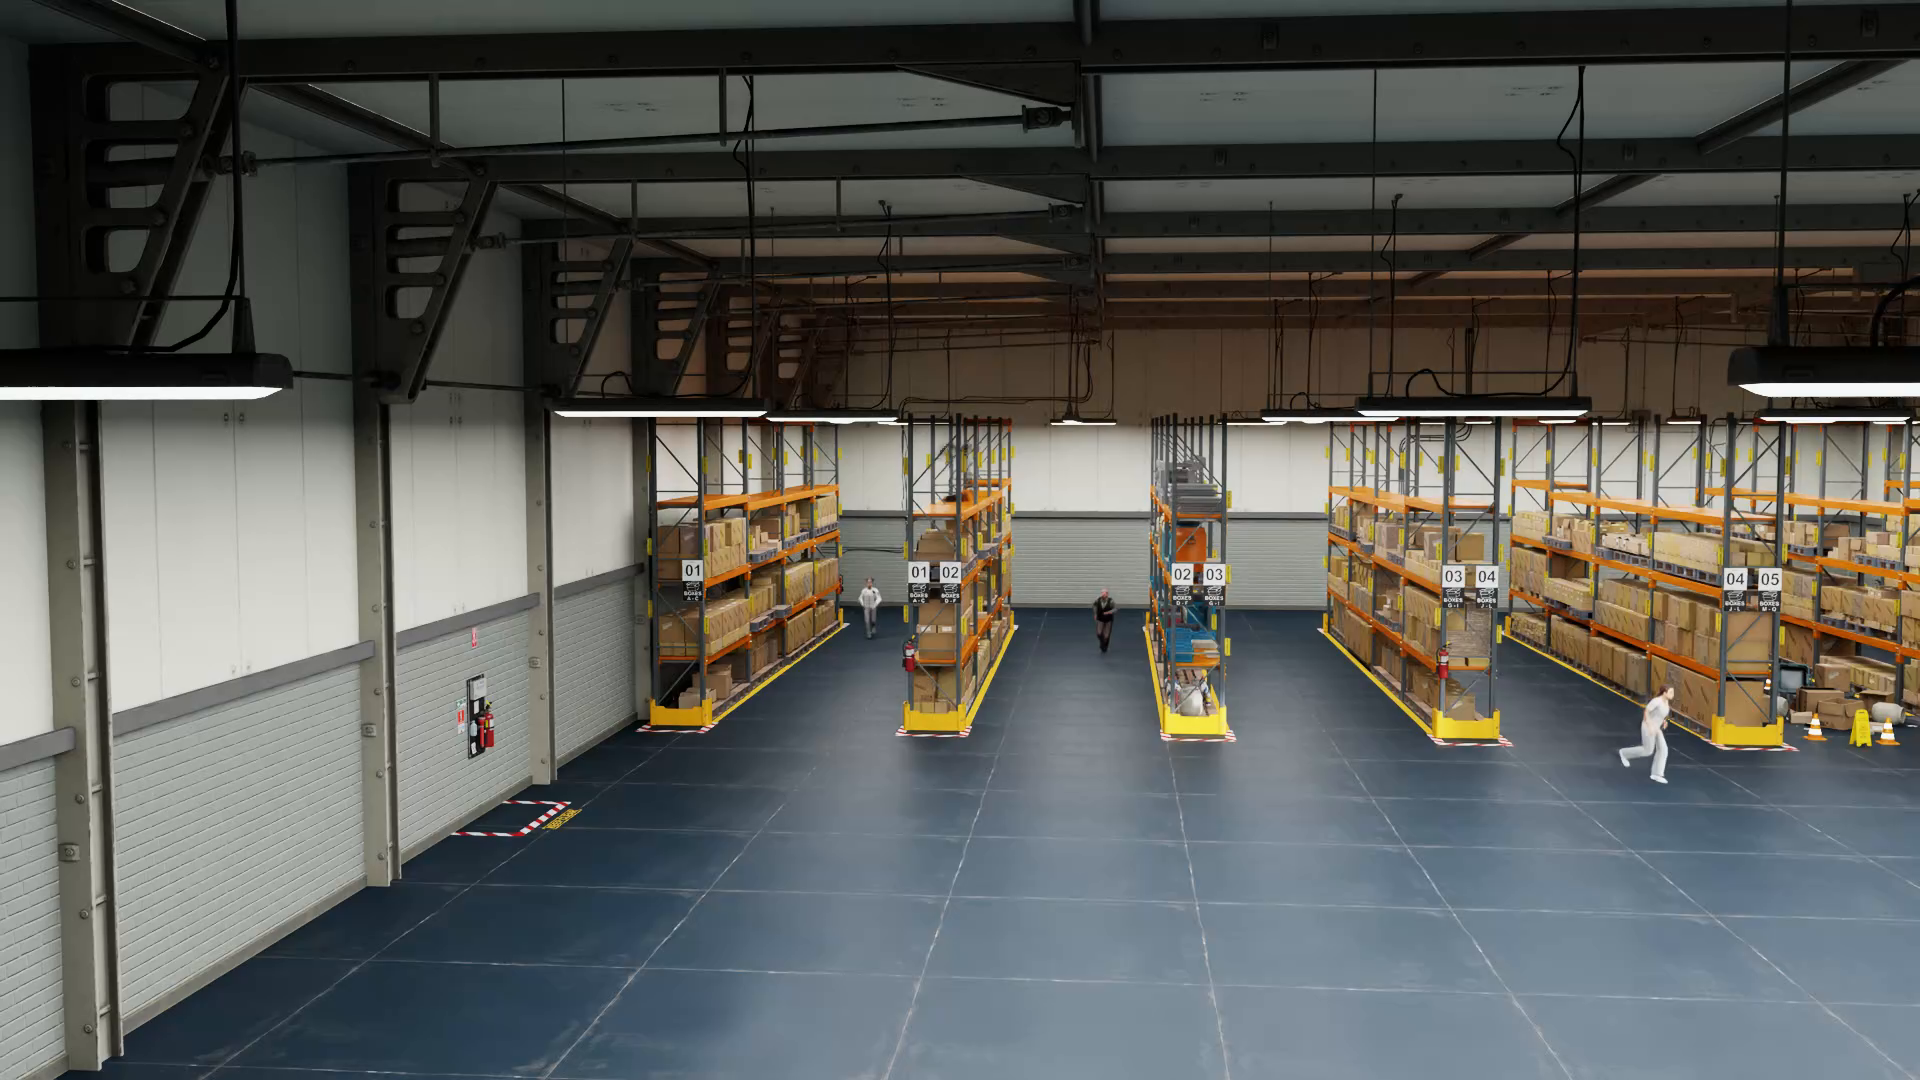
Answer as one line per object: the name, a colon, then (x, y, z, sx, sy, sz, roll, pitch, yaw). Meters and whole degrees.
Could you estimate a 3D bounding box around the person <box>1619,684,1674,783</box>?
person: (11.214, 3.118, 27.163, 0.875, 1.621, 0.567, 4, 5, 43)

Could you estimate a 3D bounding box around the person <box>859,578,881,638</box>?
person: (-2.463, 1.845, 45.385, 0.612, 1.648, 0.574, 0, 4, 1)

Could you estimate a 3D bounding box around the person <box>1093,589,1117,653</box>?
person: (3.652, 2.048, 42.021, 0.619, 1.644, 0.737, 1, 4, 9)
